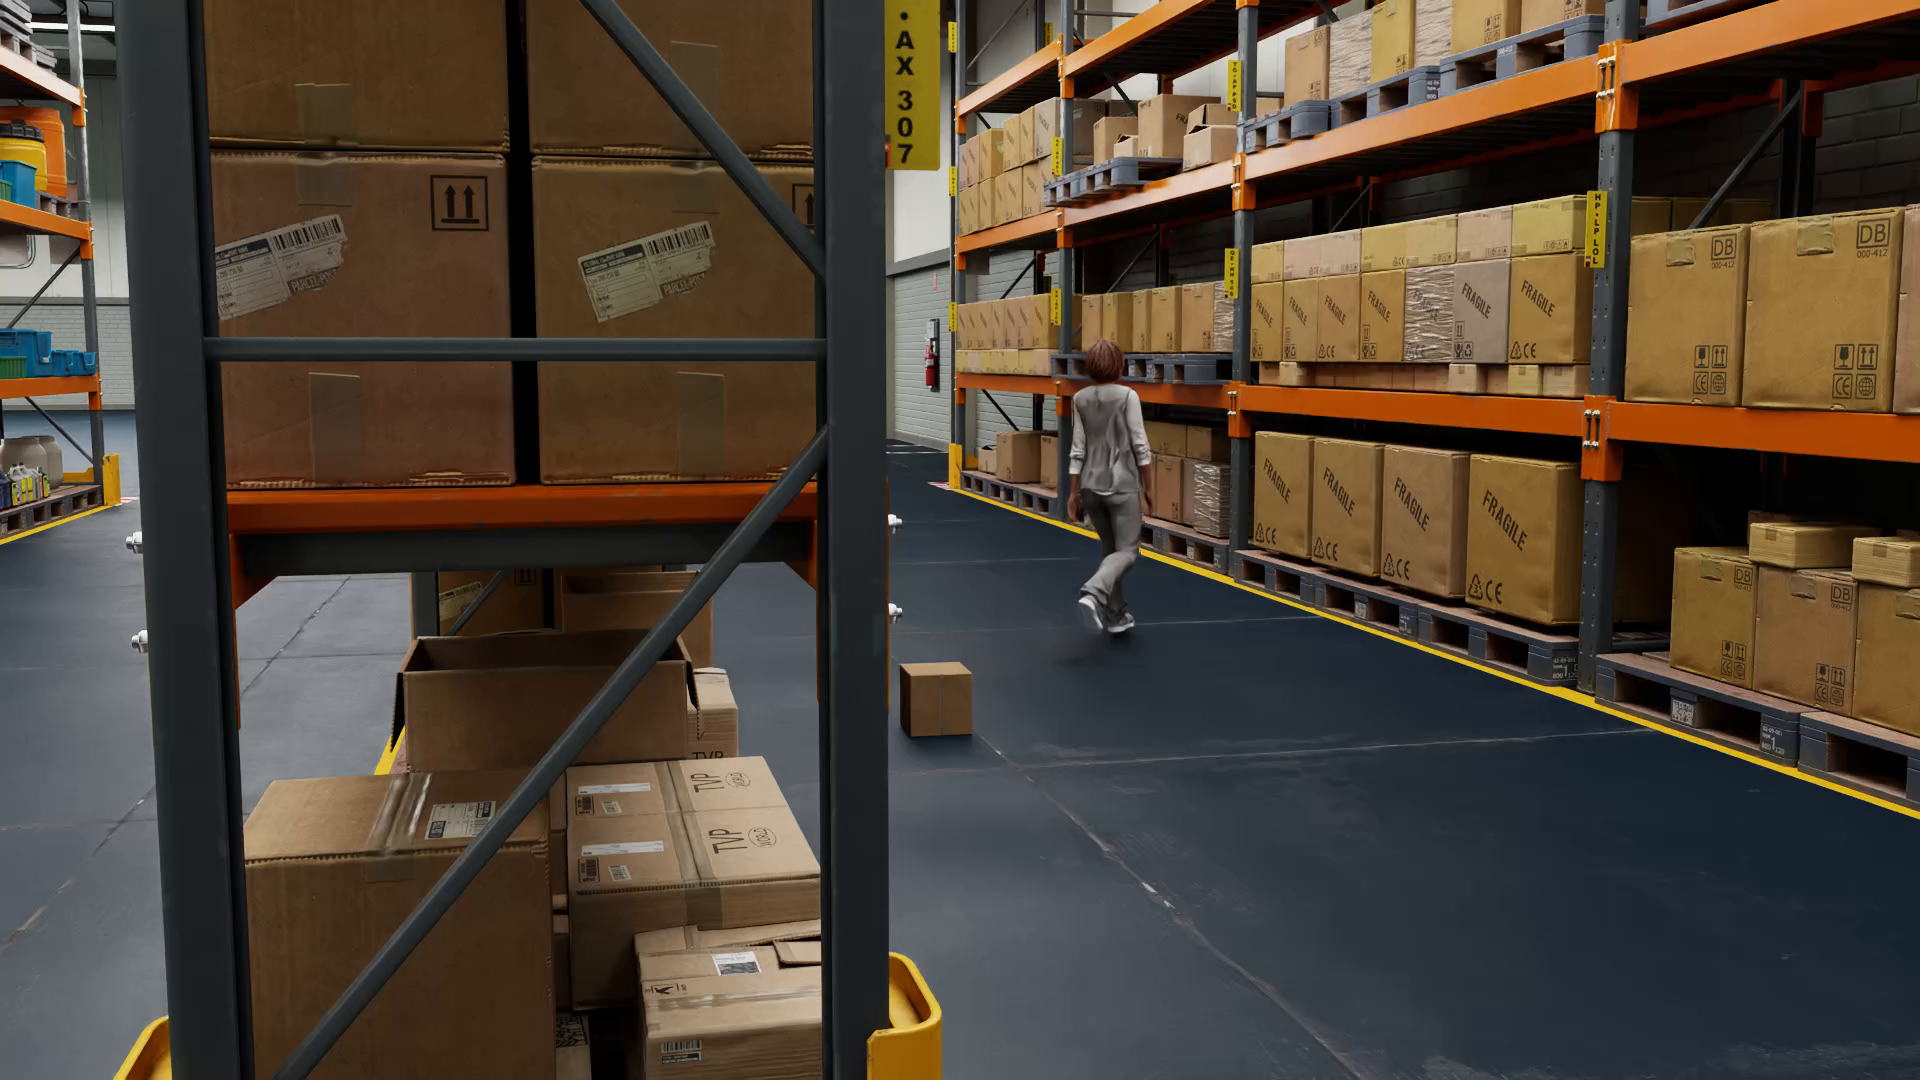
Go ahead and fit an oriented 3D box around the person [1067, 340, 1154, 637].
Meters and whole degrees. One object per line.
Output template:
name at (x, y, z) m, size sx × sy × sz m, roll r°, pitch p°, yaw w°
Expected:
person at (0.772, -0.259, 8.638) m, size 0.427 × 1.552 × 0.837 m, roll 4°, pitch 8°, yaw 33°
